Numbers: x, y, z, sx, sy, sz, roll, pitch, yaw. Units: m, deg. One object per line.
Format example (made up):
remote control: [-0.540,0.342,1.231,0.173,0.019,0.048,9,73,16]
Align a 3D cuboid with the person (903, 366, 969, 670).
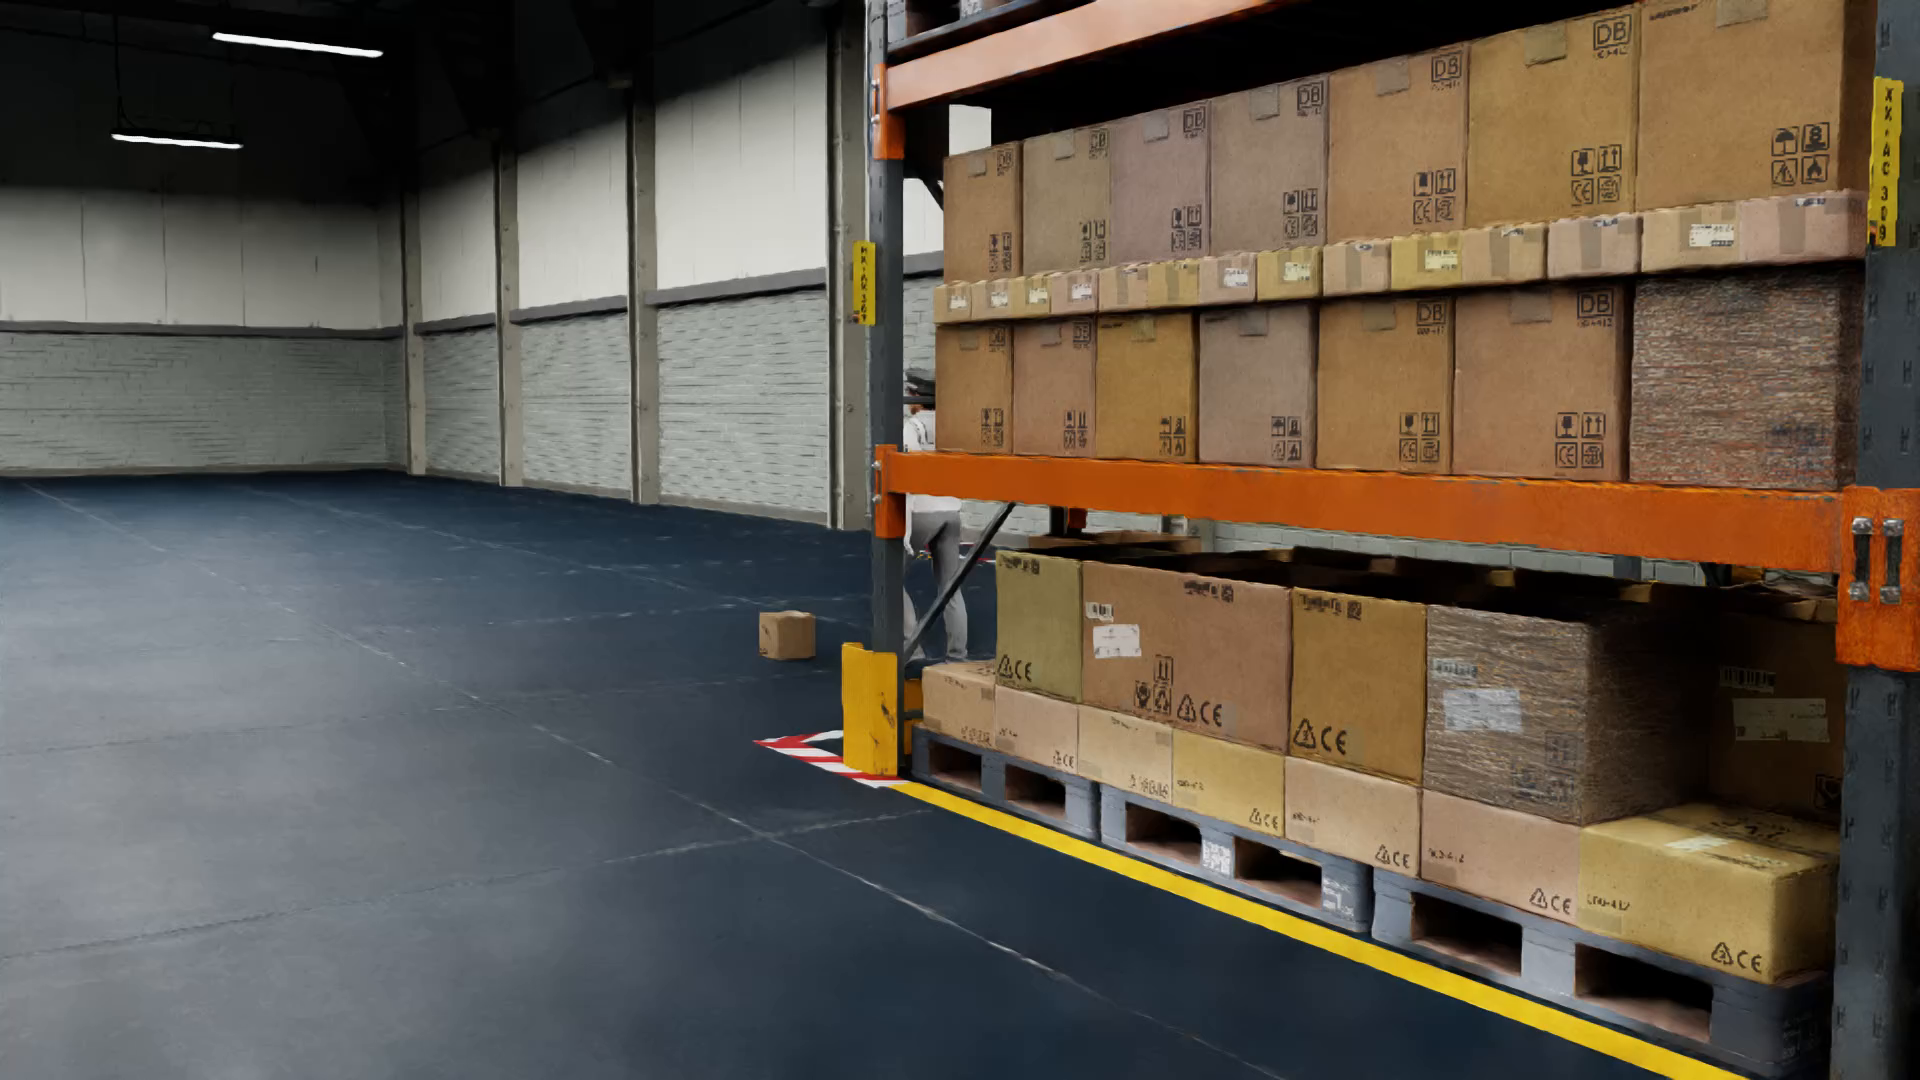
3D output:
person: [-0.177,-0.098,8.951,0.509,1.672,0.495,-4,6,-42]
